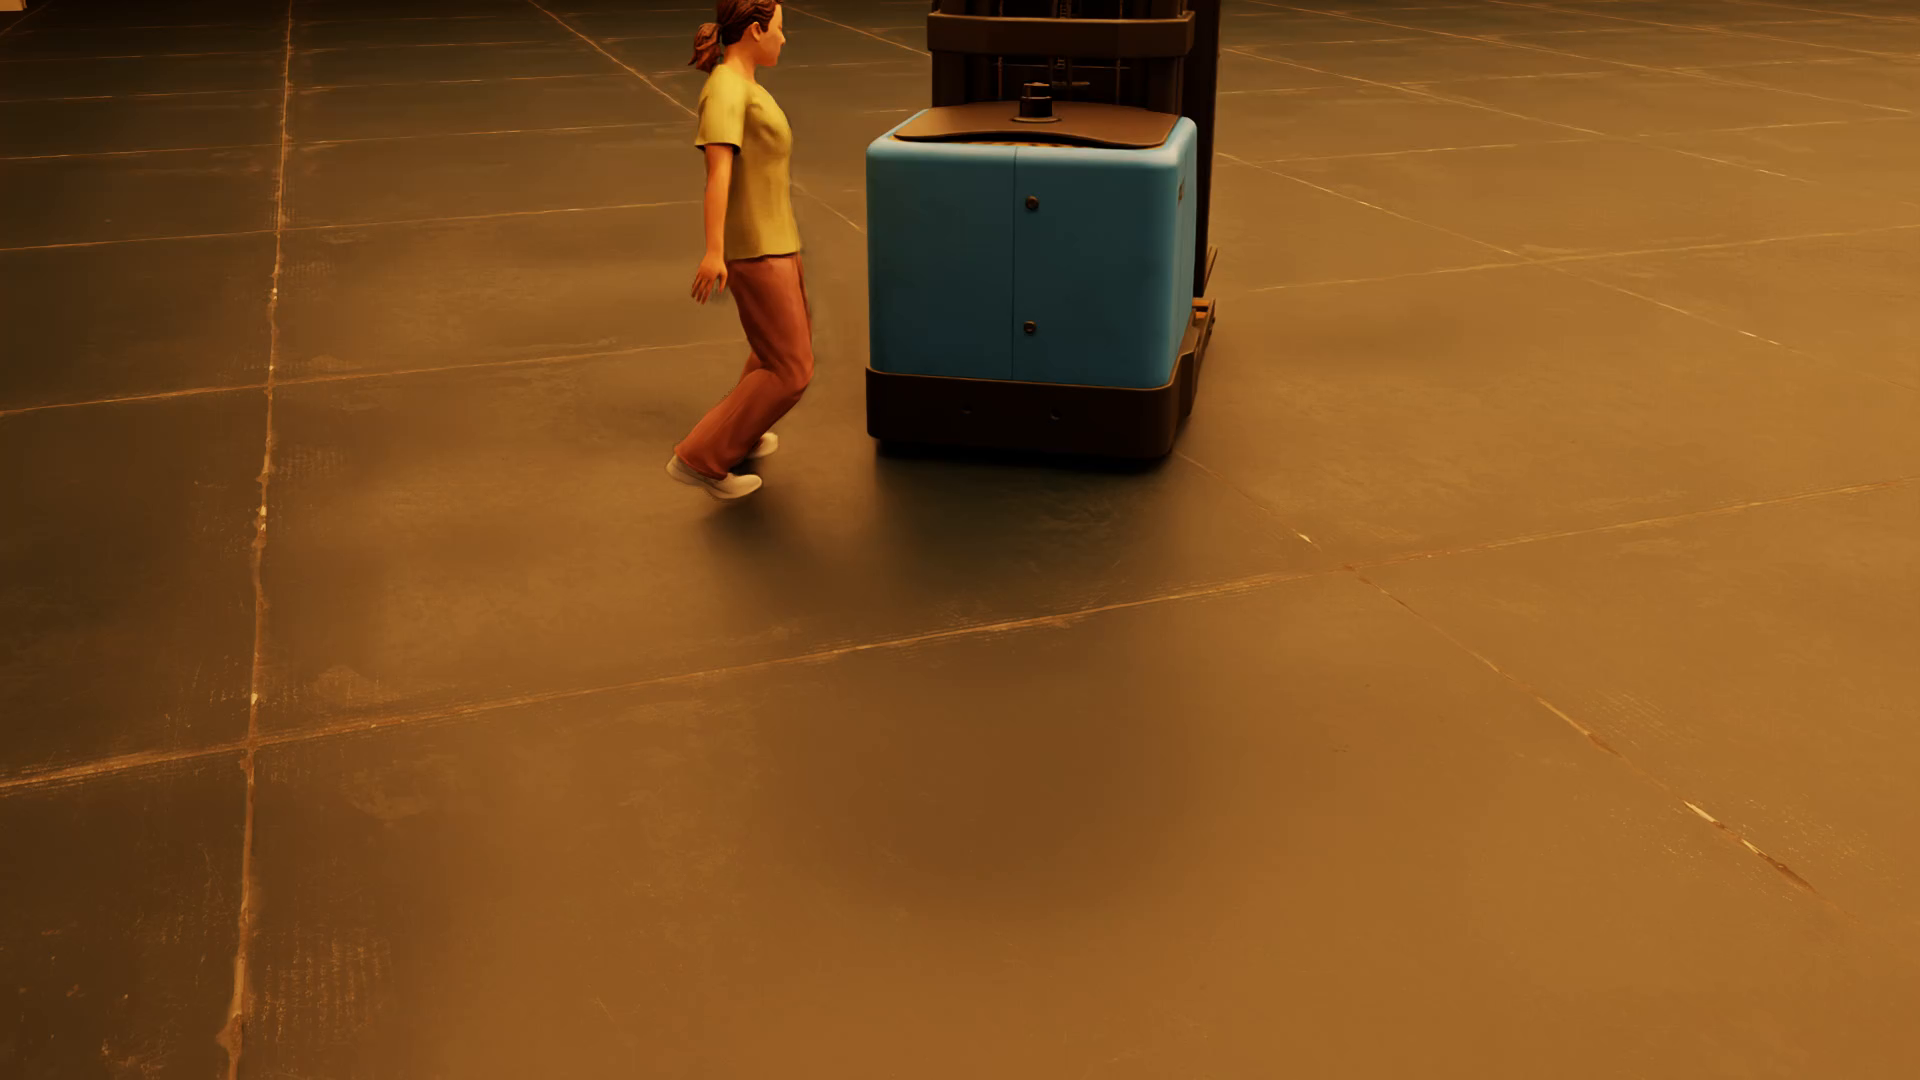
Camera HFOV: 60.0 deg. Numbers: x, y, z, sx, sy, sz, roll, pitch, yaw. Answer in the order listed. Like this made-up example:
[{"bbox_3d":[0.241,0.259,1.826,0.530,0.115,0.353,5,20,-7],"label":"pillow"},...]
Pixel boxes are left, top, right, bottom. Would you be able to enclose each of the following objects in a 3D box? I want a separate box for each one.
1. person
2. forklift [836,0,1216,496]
[{"bbox_3d":[-0.838,-0.949,5.142,0.361,1.582,0.713,0,23,0],"label":"person"},{"bbox_3d":[0.412,-2.030,6.127,1.130,2.935,3.031,5,23,11],"label":"forklift"}]
